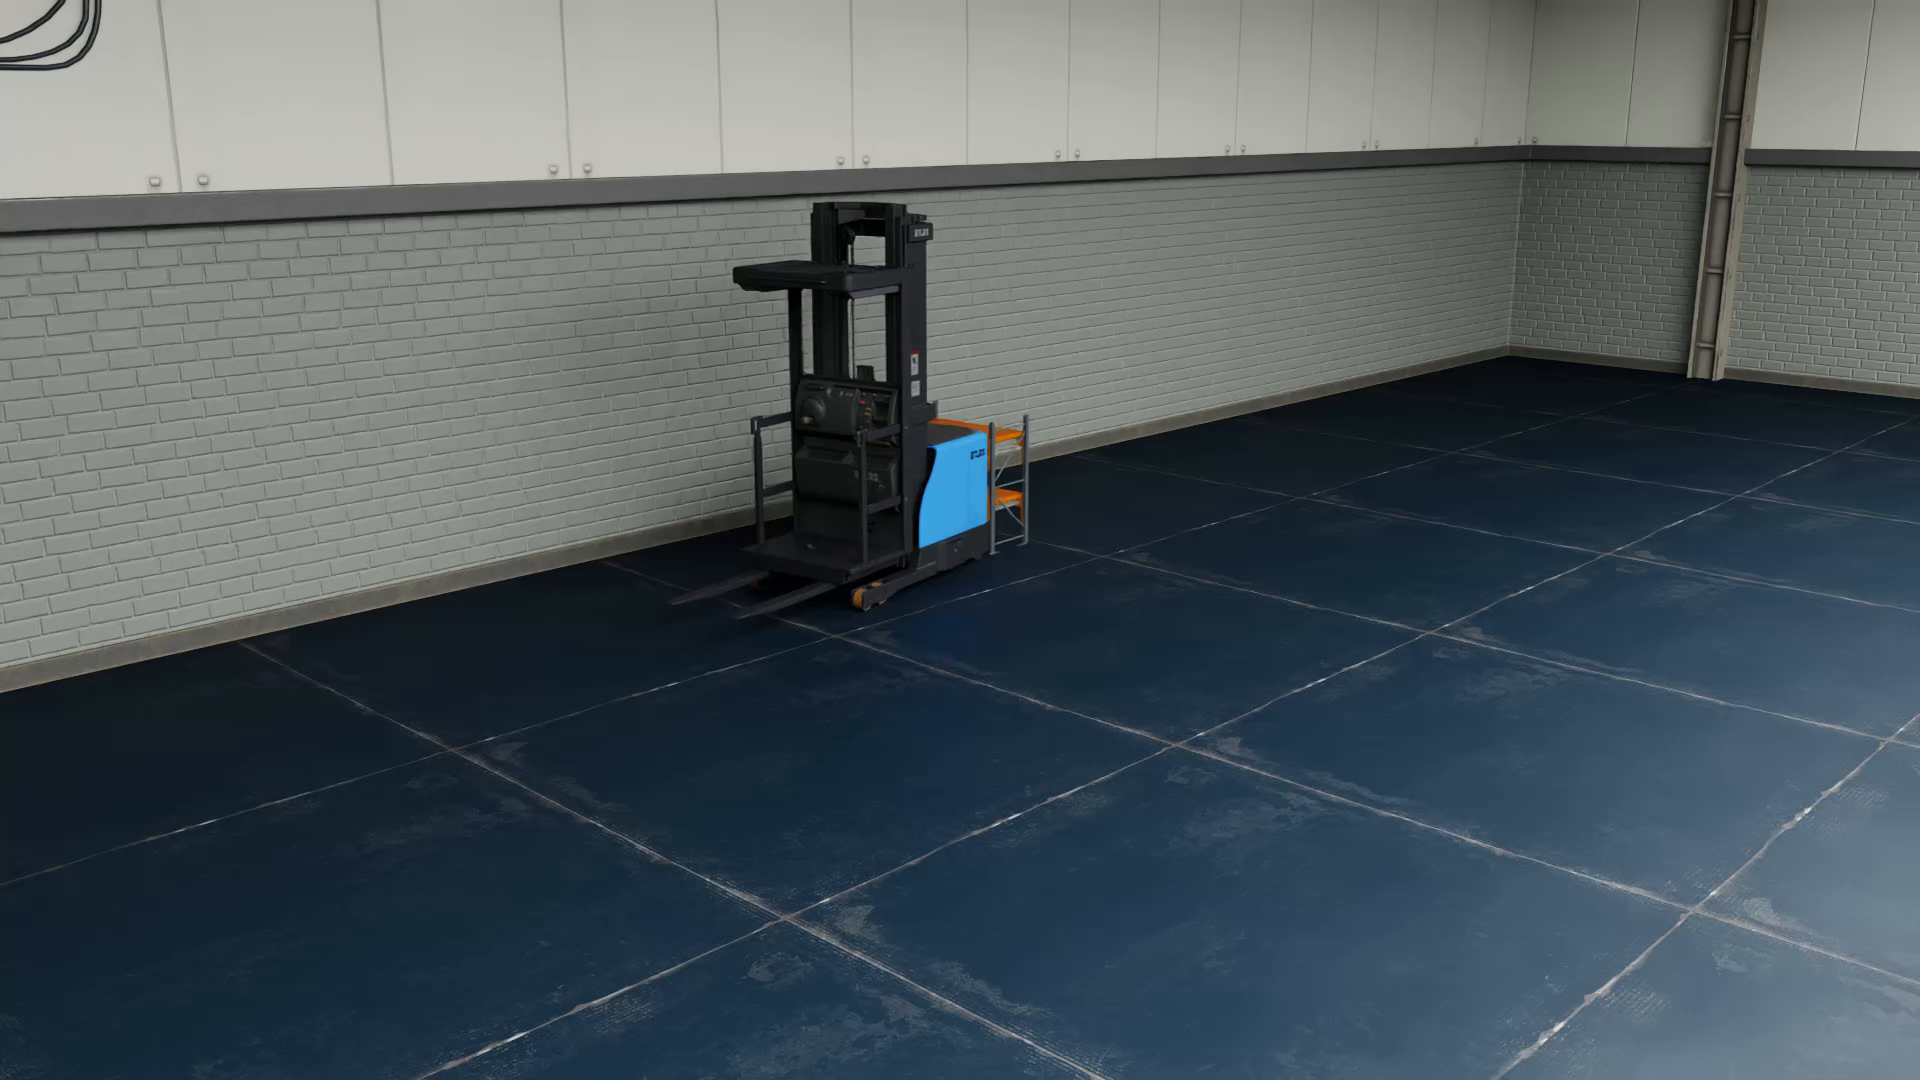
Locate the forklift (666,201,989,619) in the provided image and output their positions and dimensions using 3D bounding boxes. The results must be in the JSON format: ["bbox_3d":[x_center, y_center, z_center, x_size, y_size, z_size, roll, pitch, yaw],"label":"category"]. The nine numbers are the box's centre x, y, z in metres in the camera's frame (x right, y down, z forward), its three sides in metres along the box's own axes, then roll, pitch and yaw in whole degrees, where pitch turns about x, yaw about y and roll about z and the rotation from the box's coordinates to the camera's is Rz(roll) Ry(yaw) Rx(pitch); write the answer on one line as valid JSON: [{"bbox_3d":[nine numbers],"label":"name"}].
[{"bbox_3d":[-0.986,-1.027,12.562,1.130,2.935,3.031,9,17,32],"label":"forklift"}]

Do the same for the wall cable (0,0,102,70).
[{"bbox_3d":[-6.123,-5.012,9.077,0.169,6.003,2.305,14,20,42],"label":"wall cable"}]

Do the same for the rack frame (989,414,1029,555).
[{"bbox_3d":[0.413,-0.471,14.009,0.032,1.125,0.500,12,19,38],"label":"rack frame"}]

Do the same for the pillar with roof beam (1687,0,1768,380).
[{"bbox_3d":[7.355,-5.827,18.948,0.400,9.000,9.100,14,20,42],"label":"pillar with roof beam"}]

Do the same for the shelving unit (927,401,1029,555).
[{"bbox_3d":[0.022,-0.553,14.324,1.048,1.125,0.538,12,19,38],"label":"shelving unit"}]

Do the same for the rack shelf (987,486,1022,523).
[{"bbox_3d":[0.022,-0.317,14.386,1.000,0.278,0.538,12,19,38],"label":"rack shelf"}]

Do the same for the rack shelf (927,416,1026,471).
[{"bbox_3d":[0.022,-0.836,14.250,1.000,0.278,0.538,12,19,38],"label":"rack shelf"}]

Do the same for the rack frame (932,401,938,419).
[{"bbox_3d":[-0.368,-0.635,14.639,0.032,1.125,0.500,12,19,38],"label":"rack frame"}]
